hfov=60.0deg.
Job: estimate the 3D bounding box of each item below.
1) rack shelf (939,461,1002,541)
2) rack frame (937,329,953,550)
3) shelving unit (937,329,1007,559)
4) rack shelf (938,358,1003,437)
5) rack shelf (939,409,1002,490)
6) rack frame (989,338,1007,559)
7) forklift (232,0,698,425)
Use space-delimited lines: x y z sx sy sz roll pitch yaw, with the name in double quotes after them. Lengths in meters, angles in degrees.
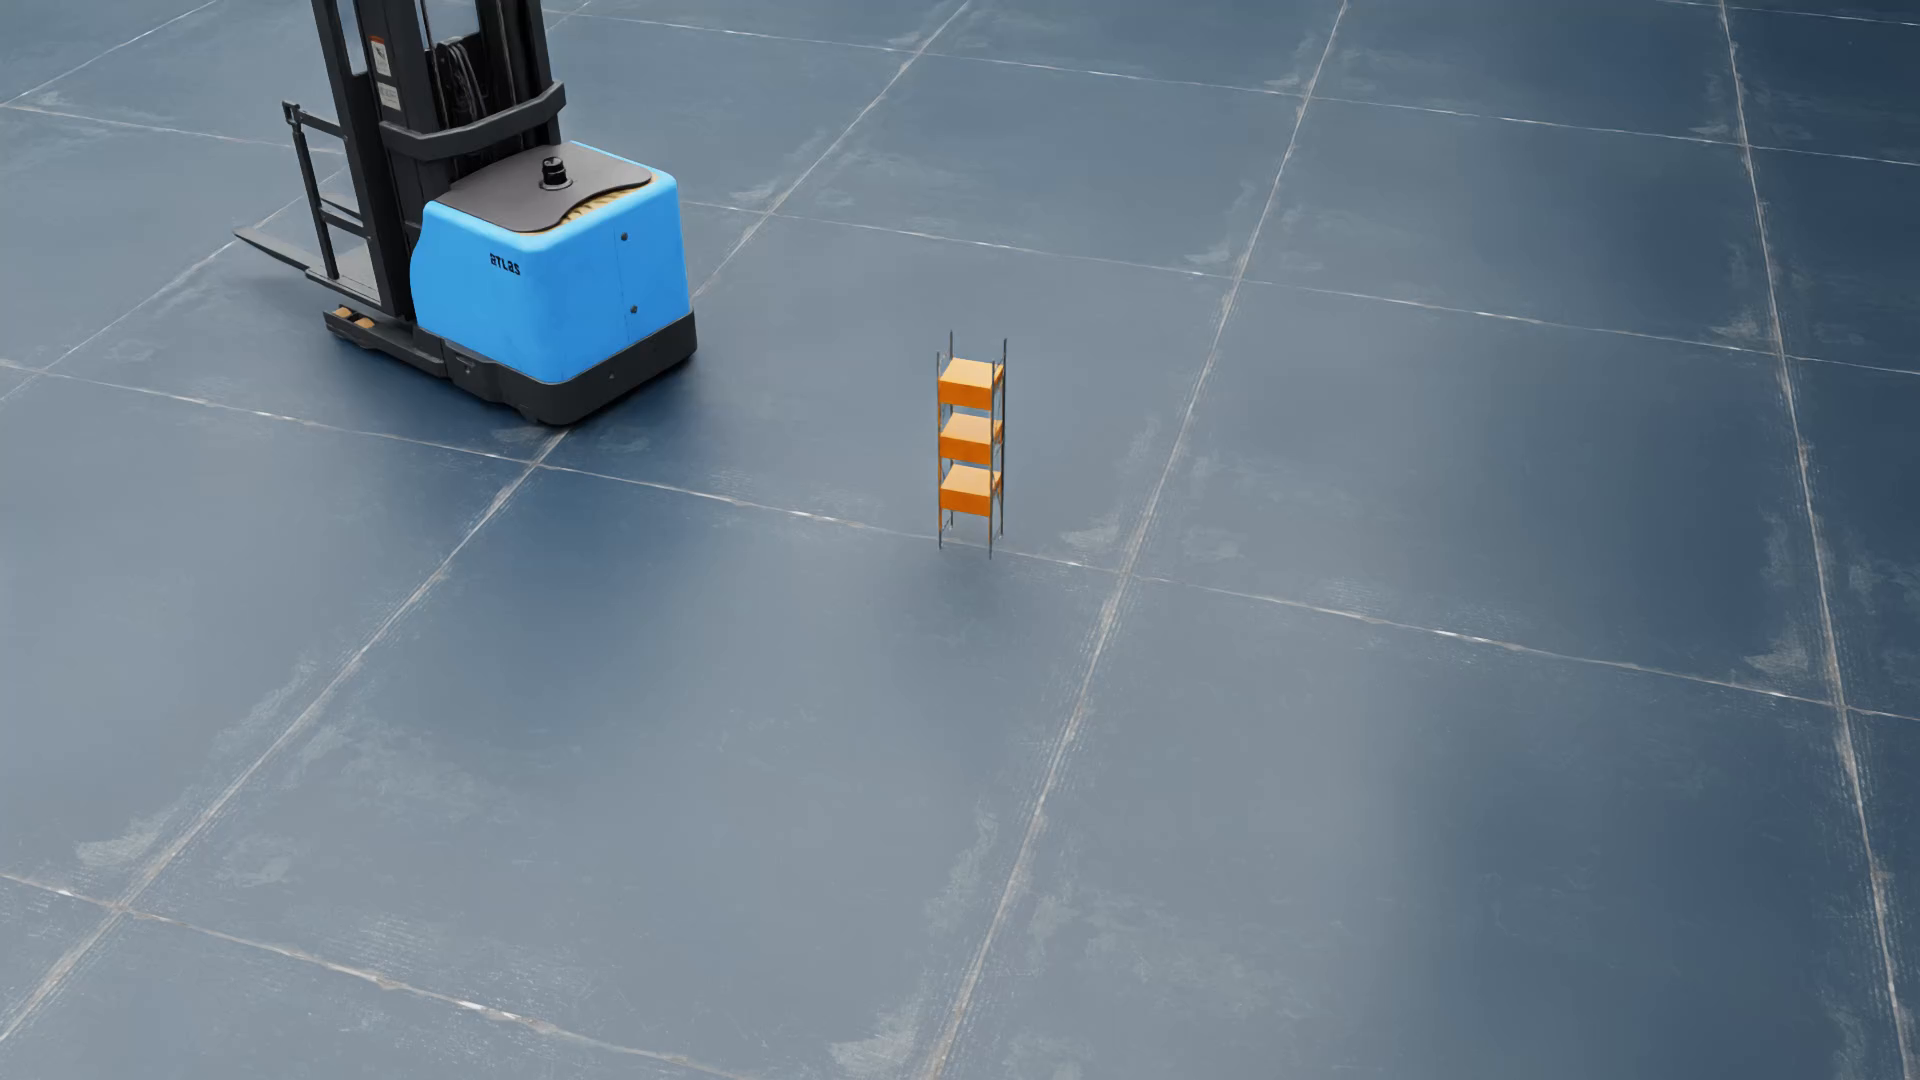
0.051 -0.181 7.597 0.240 0.259 0.215 10 38 14 "rack shelf"
-0.065 -0.435 7.455 0.008 1.050 0.200 10 38 14 "rack frame"
0.051 -0.413 7.426 0.252 1.050 0.215 10 38 14 "shelving unit"
0.051 -0.633 7.264 0.240 0.259 0.215 10 38 14 "rack shelf"
0.051 -0.405 7.432 0.240 0.259 0.215 10 38 14 "rack shelf"
0.168 -0.392 7.397 0.008 1.050 0.200 10 38 14 "rack frame"
-2.914 -2.464 8.626 3.031 2.935 1.130 24 43 29 "forklift"
